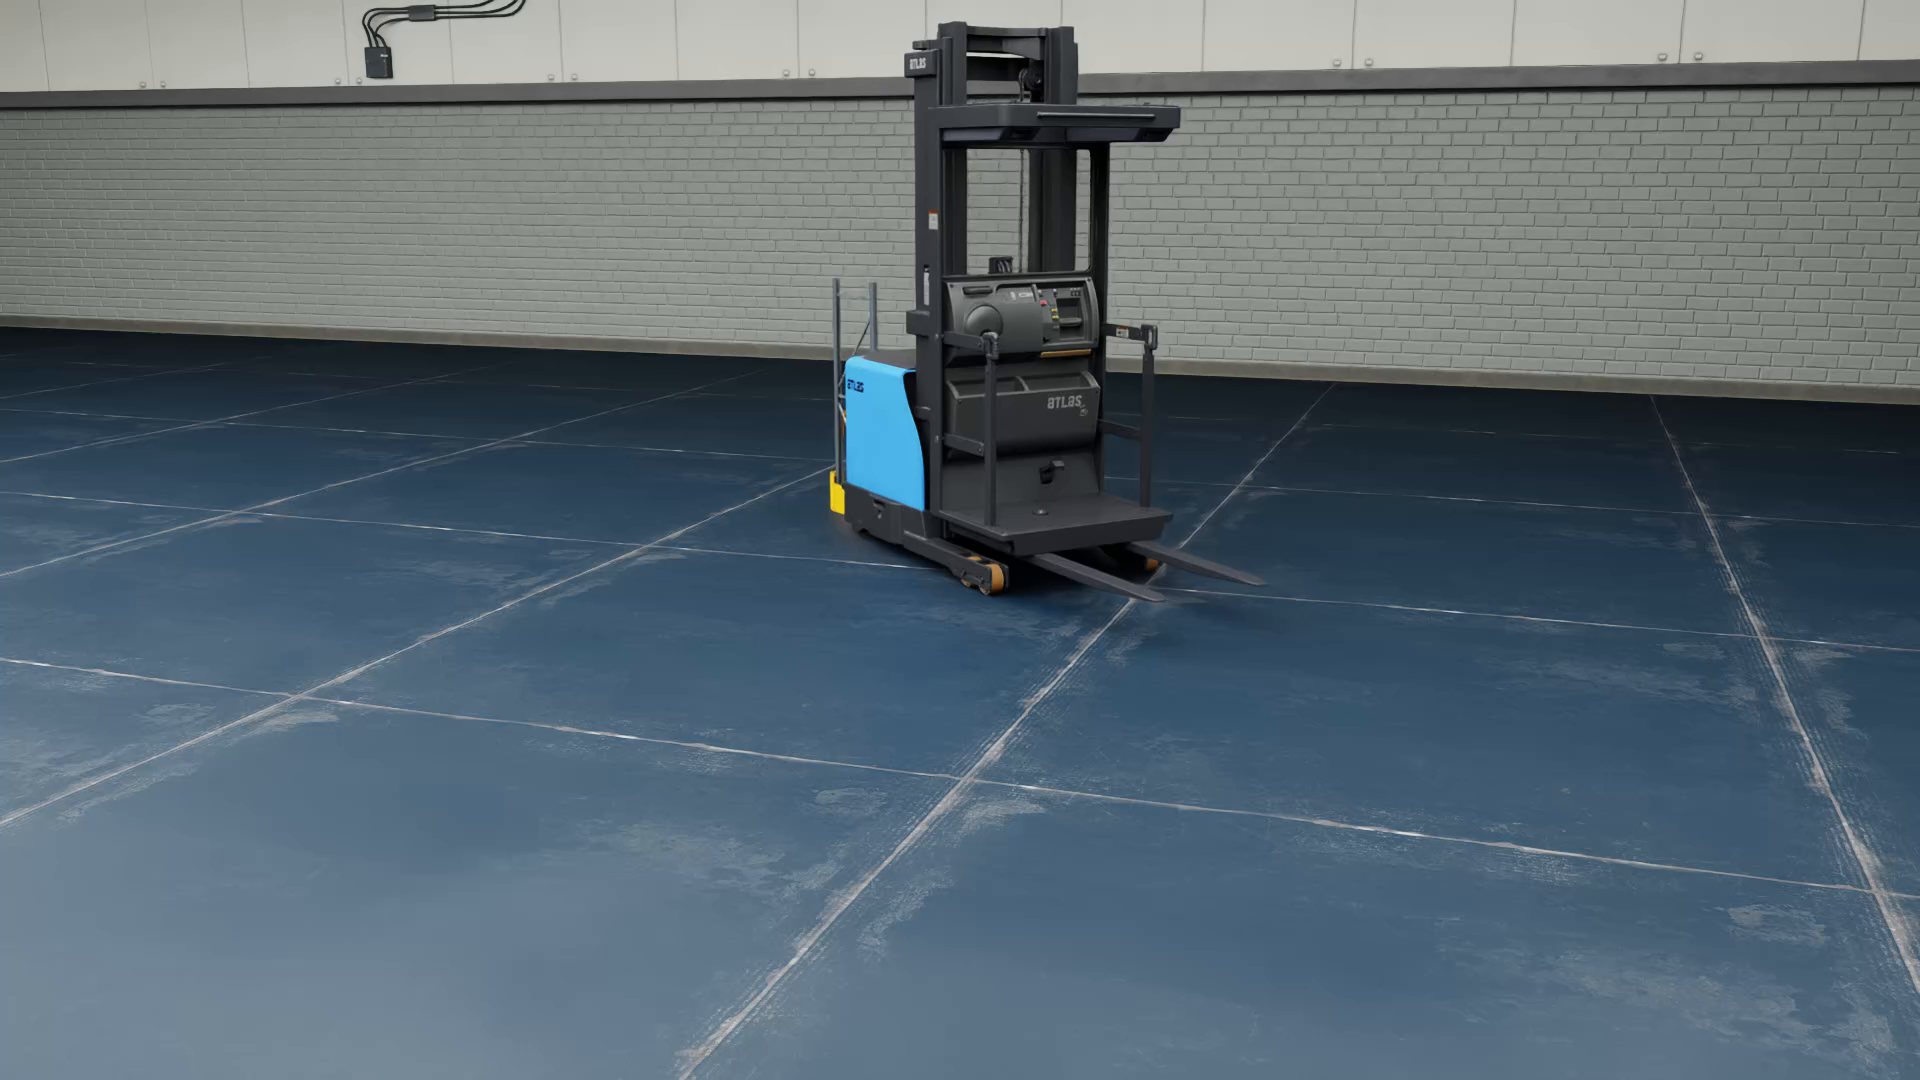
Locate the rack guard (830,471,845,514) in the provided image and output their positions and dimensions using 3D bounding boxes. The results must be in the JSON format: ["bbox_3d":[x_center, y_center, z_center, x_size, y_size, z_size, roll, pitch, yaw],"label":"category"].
[{"bbox_3d":[-0.655,-0.273,10.622,0.087,0.250,0.587,-8,15,-33],"label":"rack guard"}]

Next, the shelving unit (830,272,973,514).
[{"bbox_3d":[-0.241,-0.944,10.753,1.083,1.500,0.587,-8,15,-33],"label":"shelving unit"}]

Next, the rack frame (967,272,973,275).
[{"bbox_3d":[0.190,-1.008,11.032,0.032,1.500,0.500,-8,15,-33],"label":"rack frame"}]

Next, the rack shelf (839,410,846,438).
[{"bbox_3d":[-0.233,-0.770,10.797,1.000,0.185,0.538,-8,15,-33],"label":"rack shelf"}]

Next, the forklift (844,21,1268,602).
[{"bbox_3d":[0.457,-1.257,8.909,1.130,2.935,3.031,-7,15,-29],"label":"forklift"}]

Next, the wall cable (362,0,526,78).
[{"bbox_3d":[-6.060,-8.432,19.066,2.305,6.003,0.169,4,14,18],"label":"wall cable"}]

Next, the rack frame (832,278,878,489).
[{"bbox_3d":[-0.656,-0.882,10.482,0.032,1.500,0.500,-8,15,-33],"label":"rack frame"}]
